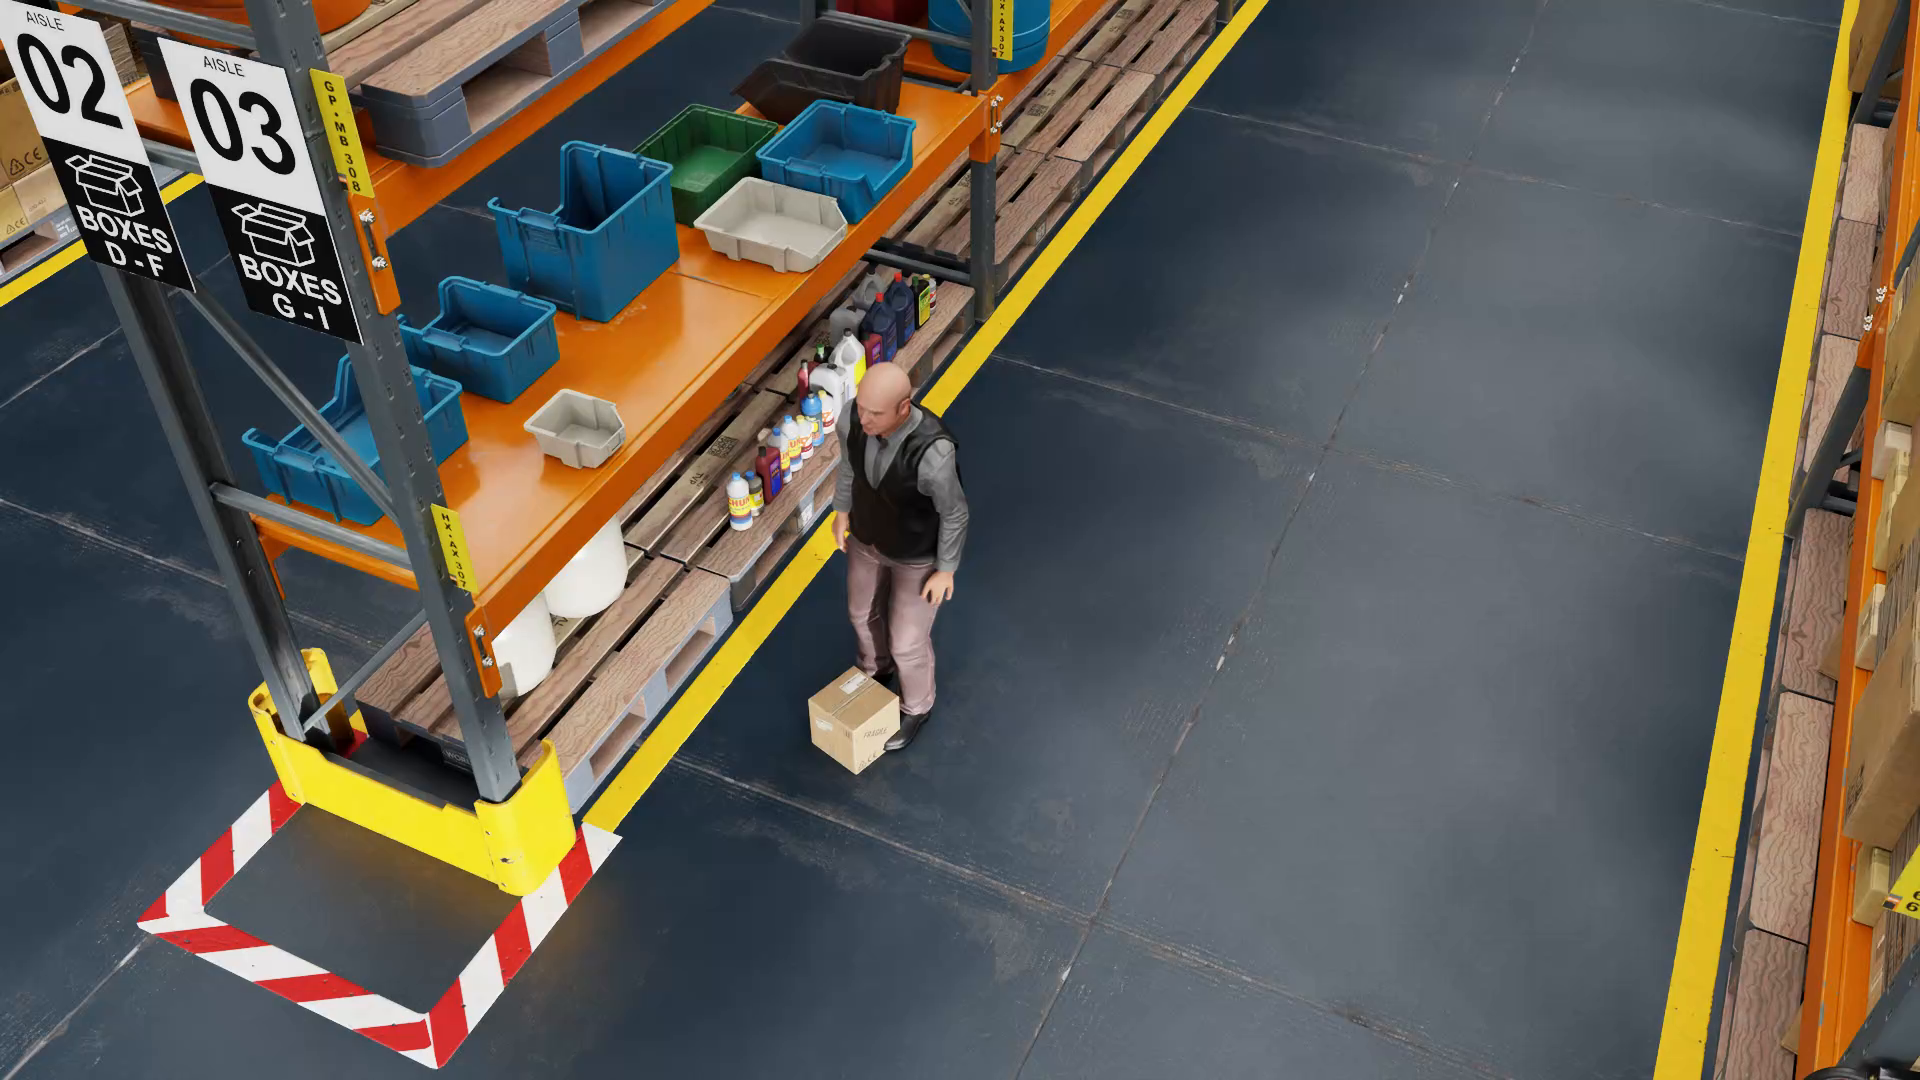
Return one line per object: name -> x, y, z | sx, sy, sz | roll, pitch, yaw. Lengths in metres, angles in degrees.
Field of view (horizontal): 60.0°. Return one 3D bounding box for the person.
person -> -0.237, 0.028, 6.148 | 0.582, 1.718, 0.475 | 30, 50, 29
